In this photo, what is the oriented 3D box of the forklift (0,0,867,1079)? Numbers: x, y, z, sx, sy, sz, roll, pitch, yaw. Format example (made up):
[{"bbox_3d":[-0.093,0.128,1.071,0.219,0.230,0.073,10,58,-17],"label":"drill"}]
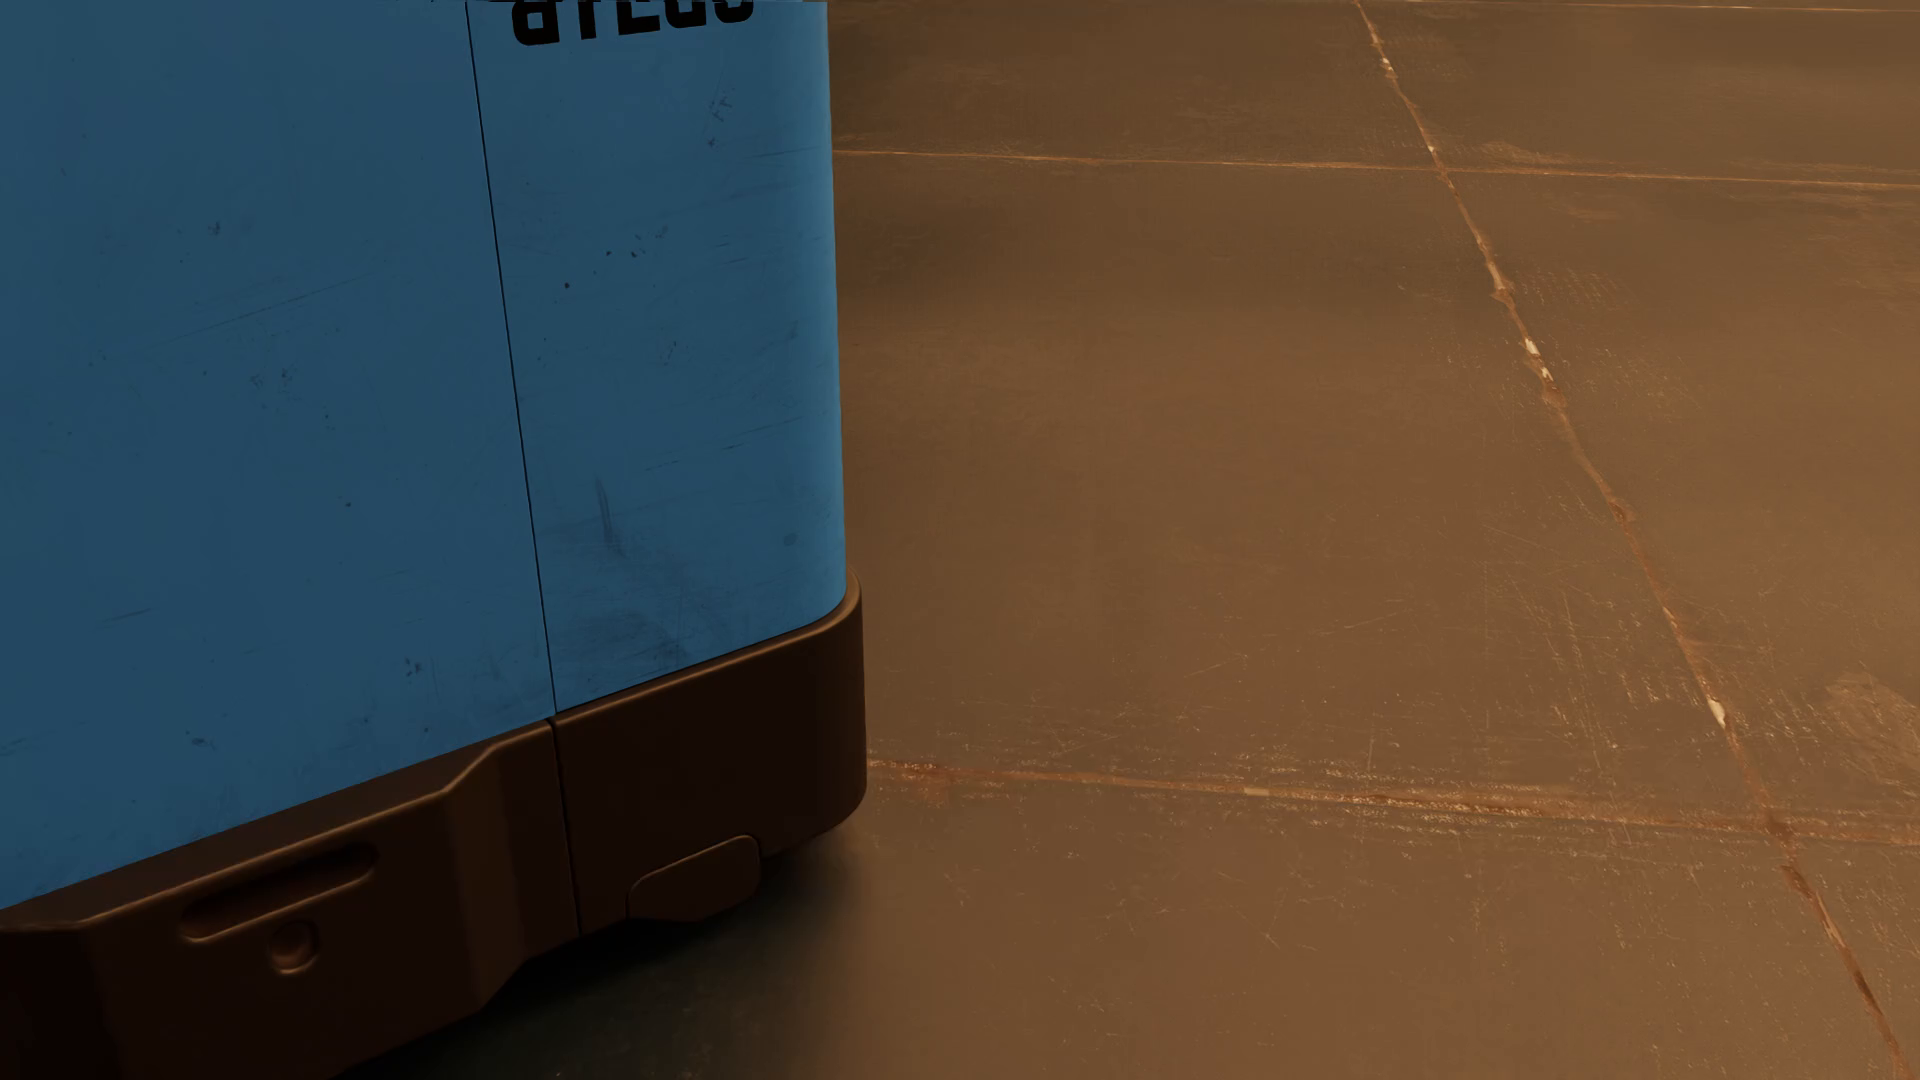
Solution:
[{"bbox_3d":[-1.582,-0.749,0.718,3.031,2.935,1.130,-19,32,-33],"label":"forklift"}]
